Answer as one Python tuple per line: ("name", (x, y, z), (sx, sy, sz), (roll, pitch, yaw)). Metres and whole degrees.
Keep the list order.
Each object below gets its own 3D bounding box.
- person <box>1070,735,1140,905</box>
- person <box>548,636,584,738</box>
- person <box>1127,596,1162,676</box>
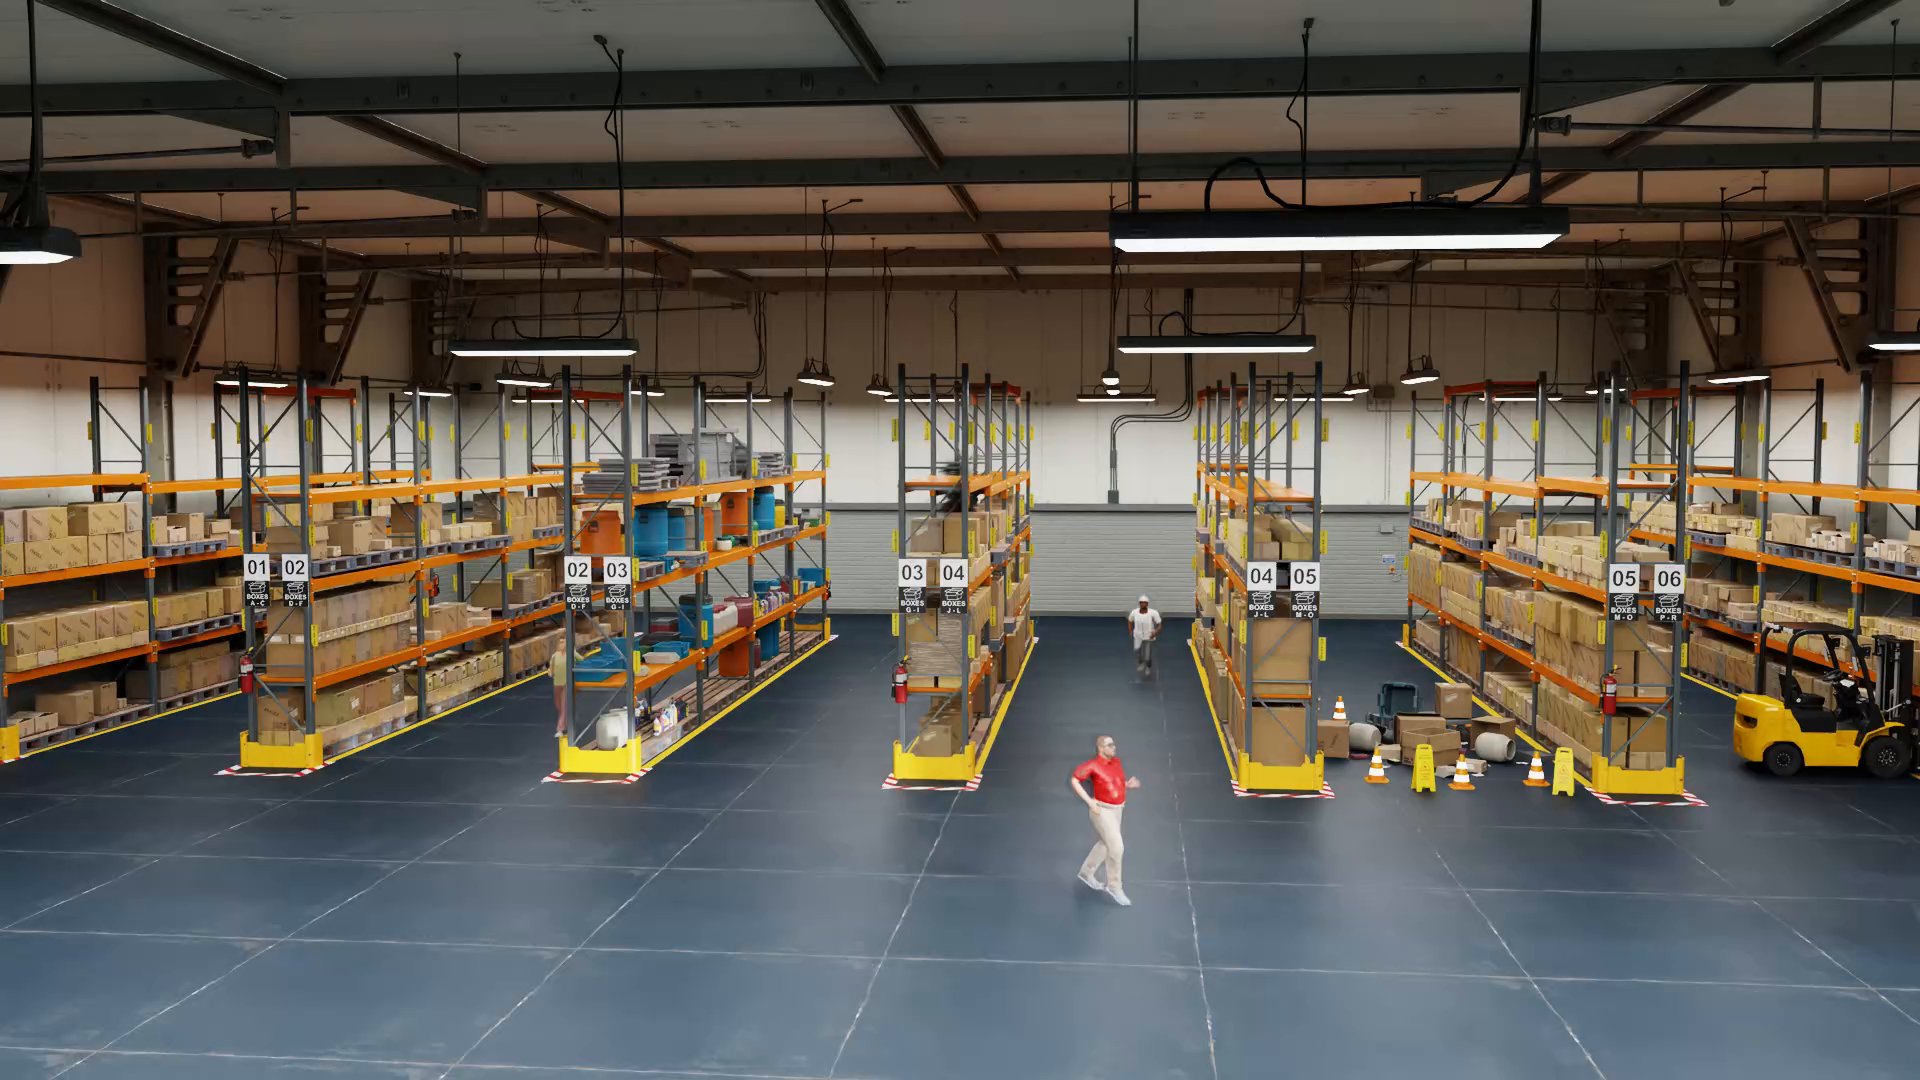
("person", (1.578, 2.993, 17.907), (0.748, 1.791, 0.643), (3, 4, 35))
("person", (-6.553, 2.405, 27.575), (0.592, 1.633, 0.970), (0, 4, 5))
("person", (3.700, 1.944, 33.408), (0.711, 1.666, 0.902), (1, 4, 12))
